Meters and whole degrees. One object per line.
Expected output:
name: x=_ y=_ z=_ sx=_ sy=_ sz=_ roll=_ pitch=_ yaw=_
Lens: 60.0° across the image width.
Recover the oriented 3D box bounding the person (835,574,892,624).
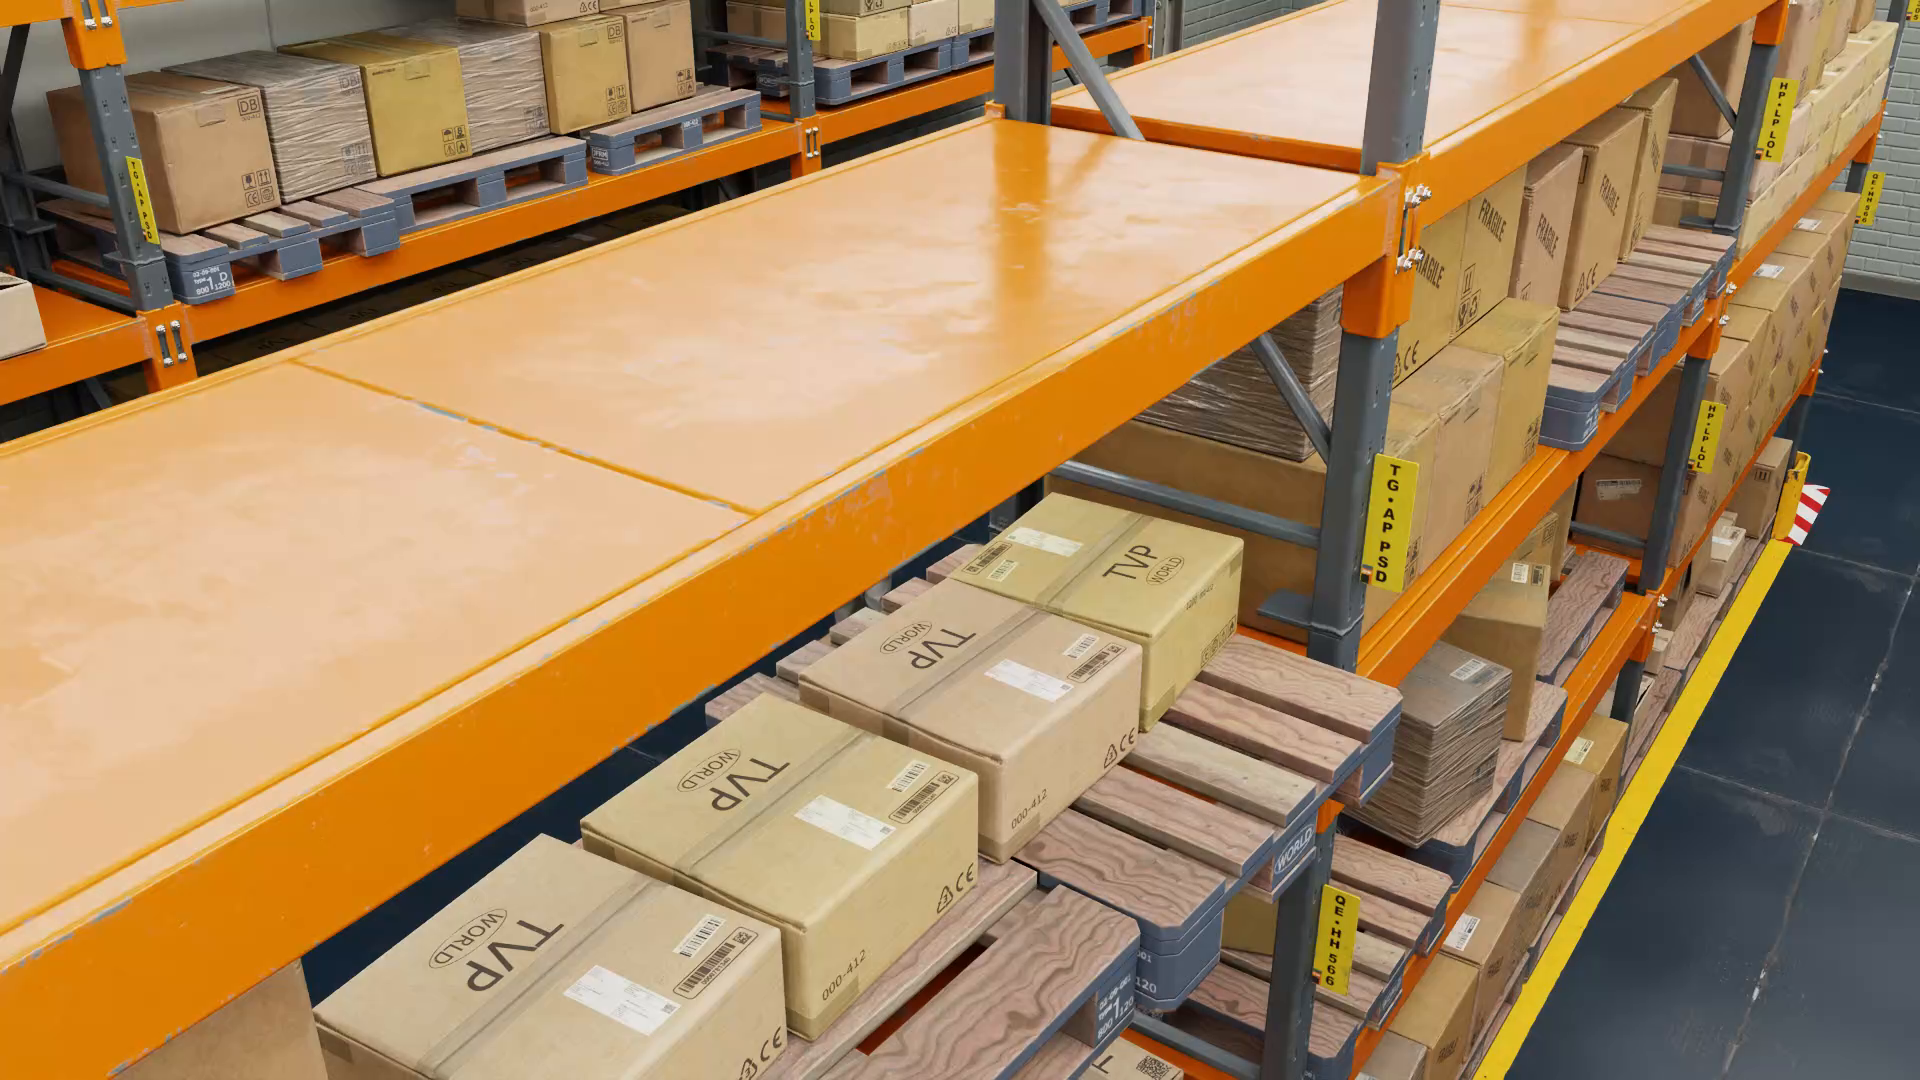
person: x=-0.533 y=-0.040 z=9.199 sx=0.504 sy=1.671 sz=0.364 roll=16 pitch=31 yaw=28
